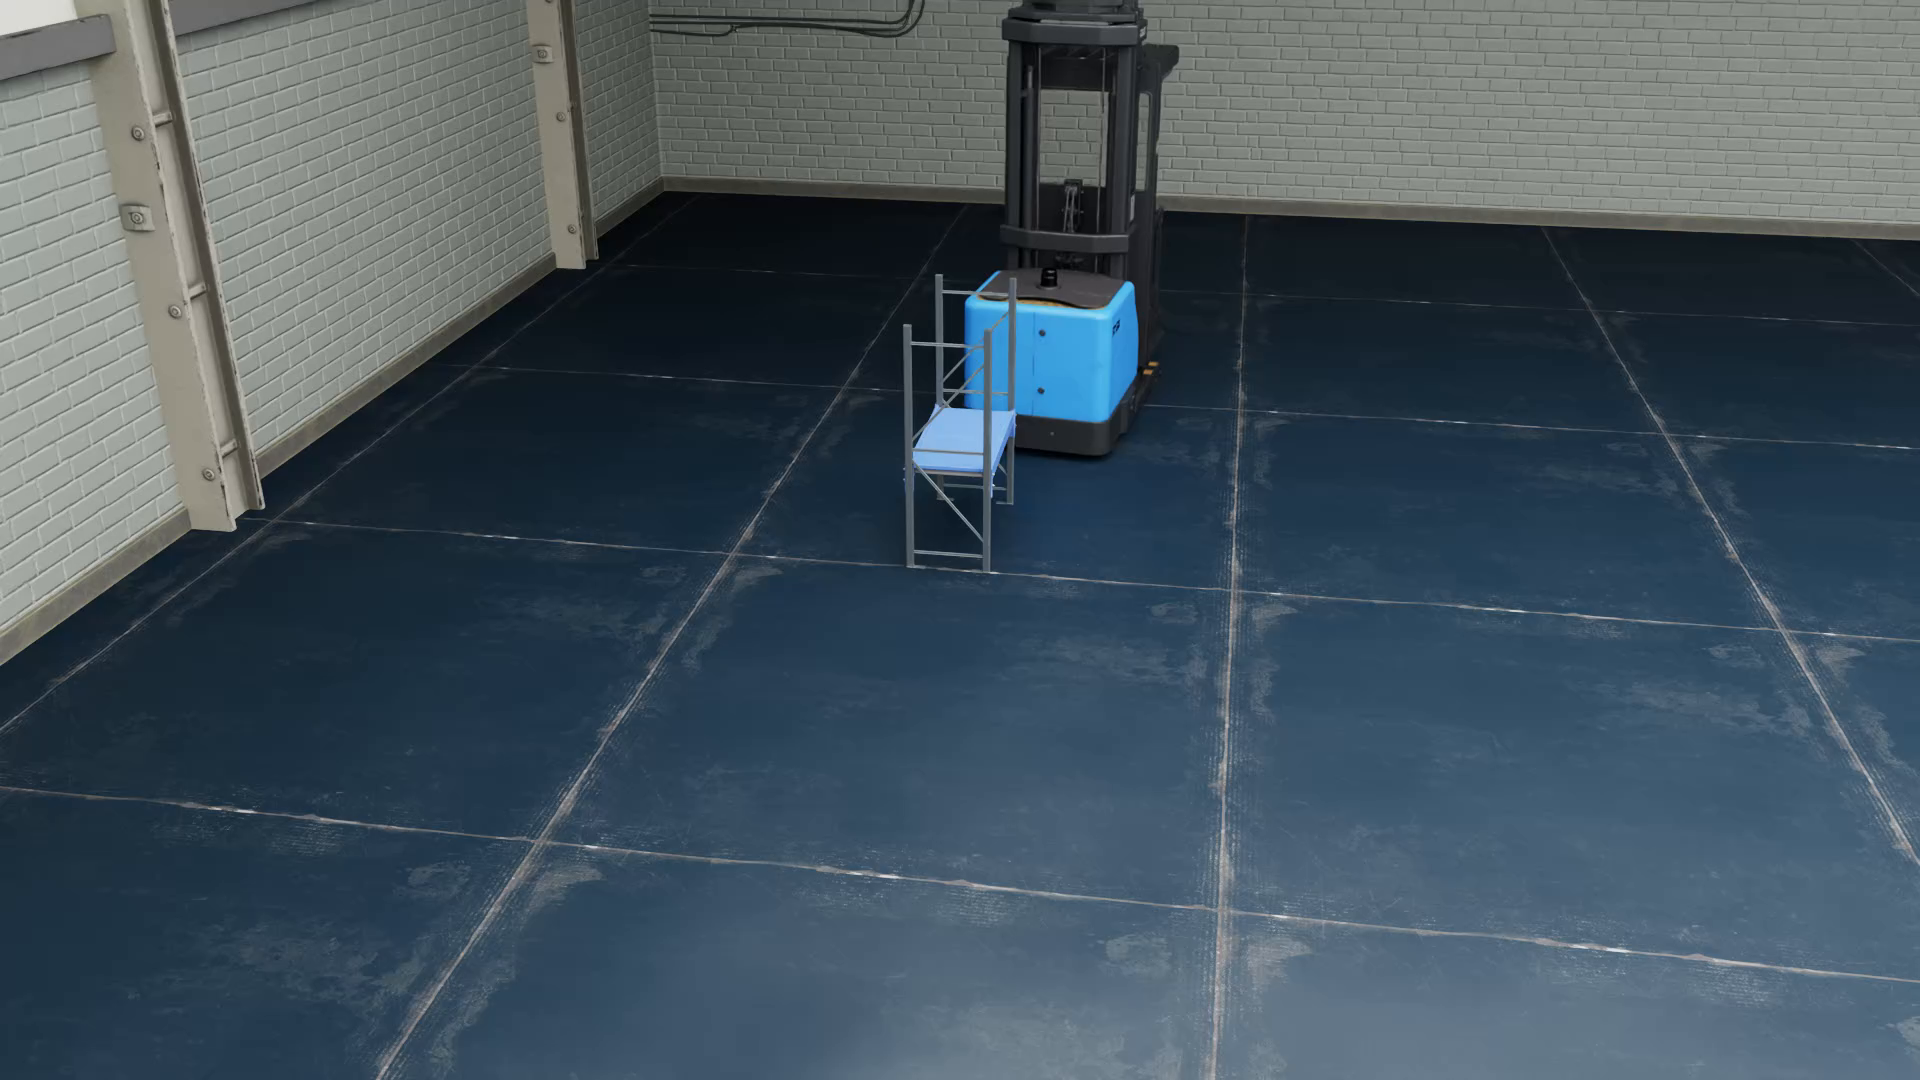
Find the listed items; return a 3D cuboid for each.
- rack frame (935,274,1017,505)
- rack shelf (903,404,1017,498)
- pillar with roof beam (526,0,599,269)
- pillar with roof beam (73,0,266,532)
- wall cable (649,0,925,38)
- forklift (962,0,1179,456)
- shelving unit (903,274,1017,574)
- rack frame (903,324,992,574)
[{"bbox_3d":[0.097,-0.928,10.462,0.500,1.500,0.032,4,25,9],"label":"rack frame"},{"bbox_3d":[0.014,-0.552,10.085,0.538,0.185,1.000,4,25,9],"label":"rack shelf"},{"bbox_3d":[0.573,-6.432,13.376,9.100,9.000,0.400,4,25,9],"label":"pillar with roof beam"},{"bbox_3d":[-0.408,-3.922,8.015,9.100,9.000,0.400,4,25,9],"label":"pillar with roof beam"},{"bbox_3d":[-1.888,-6.464,17.108,3.097,2.526,0.112,4,25,9],"label":"wall cable"},{"bbox_3d":[0.931,-2.502,12.137,1.130,2.935,3.031,7,26,15],"label":"forklift"},{"bbox_3d":[0.014,-0.715,10.008,0.538,1.500,1.048,4,25,9],"label":"shelving unit"},{"bbox_3d":[-0.069,-0.502,9.554,0.500,1.500,0.032,4,25,9],"label":"rack frame"}]
